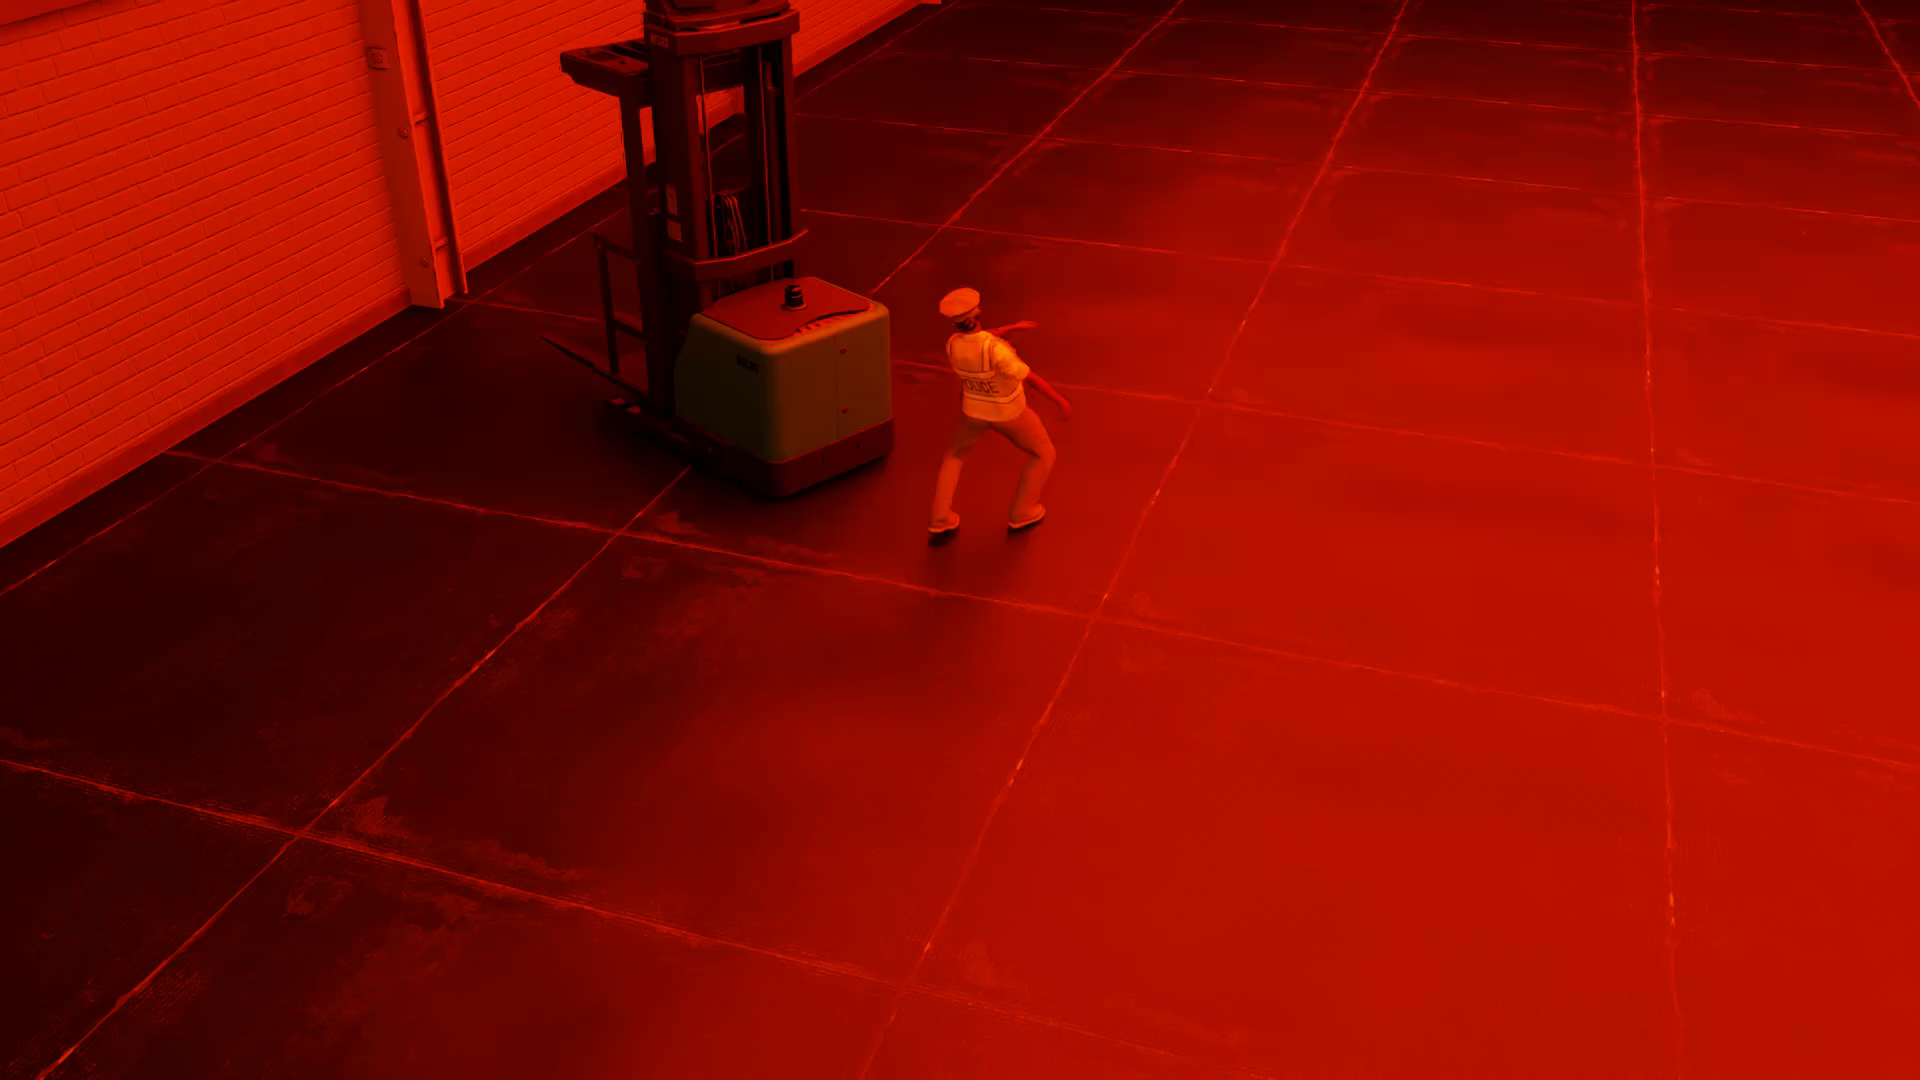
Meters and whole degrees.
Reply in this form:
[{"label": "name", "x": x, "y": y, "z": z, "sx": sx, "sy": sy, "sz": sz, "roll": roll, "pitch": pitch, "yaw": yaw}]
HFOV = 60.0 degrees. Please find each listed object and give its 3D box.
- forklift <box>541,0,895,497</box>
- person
[{"label": "forklift", "x": -1.817, "y": -2.179, "z": 10.958, "sx": 1.130, "sy": 2.935, "sz": 3.031, "roll": -26, "pitch": 38, "yaw": -37}, {"label": "person", "x": 0.283, "y": -0.792, "z": 9.921, "sx": 0.789, "sy": 1.524, "sz": 0.830, "roll": 10, "pitch": 31, "yaw": 17}]
